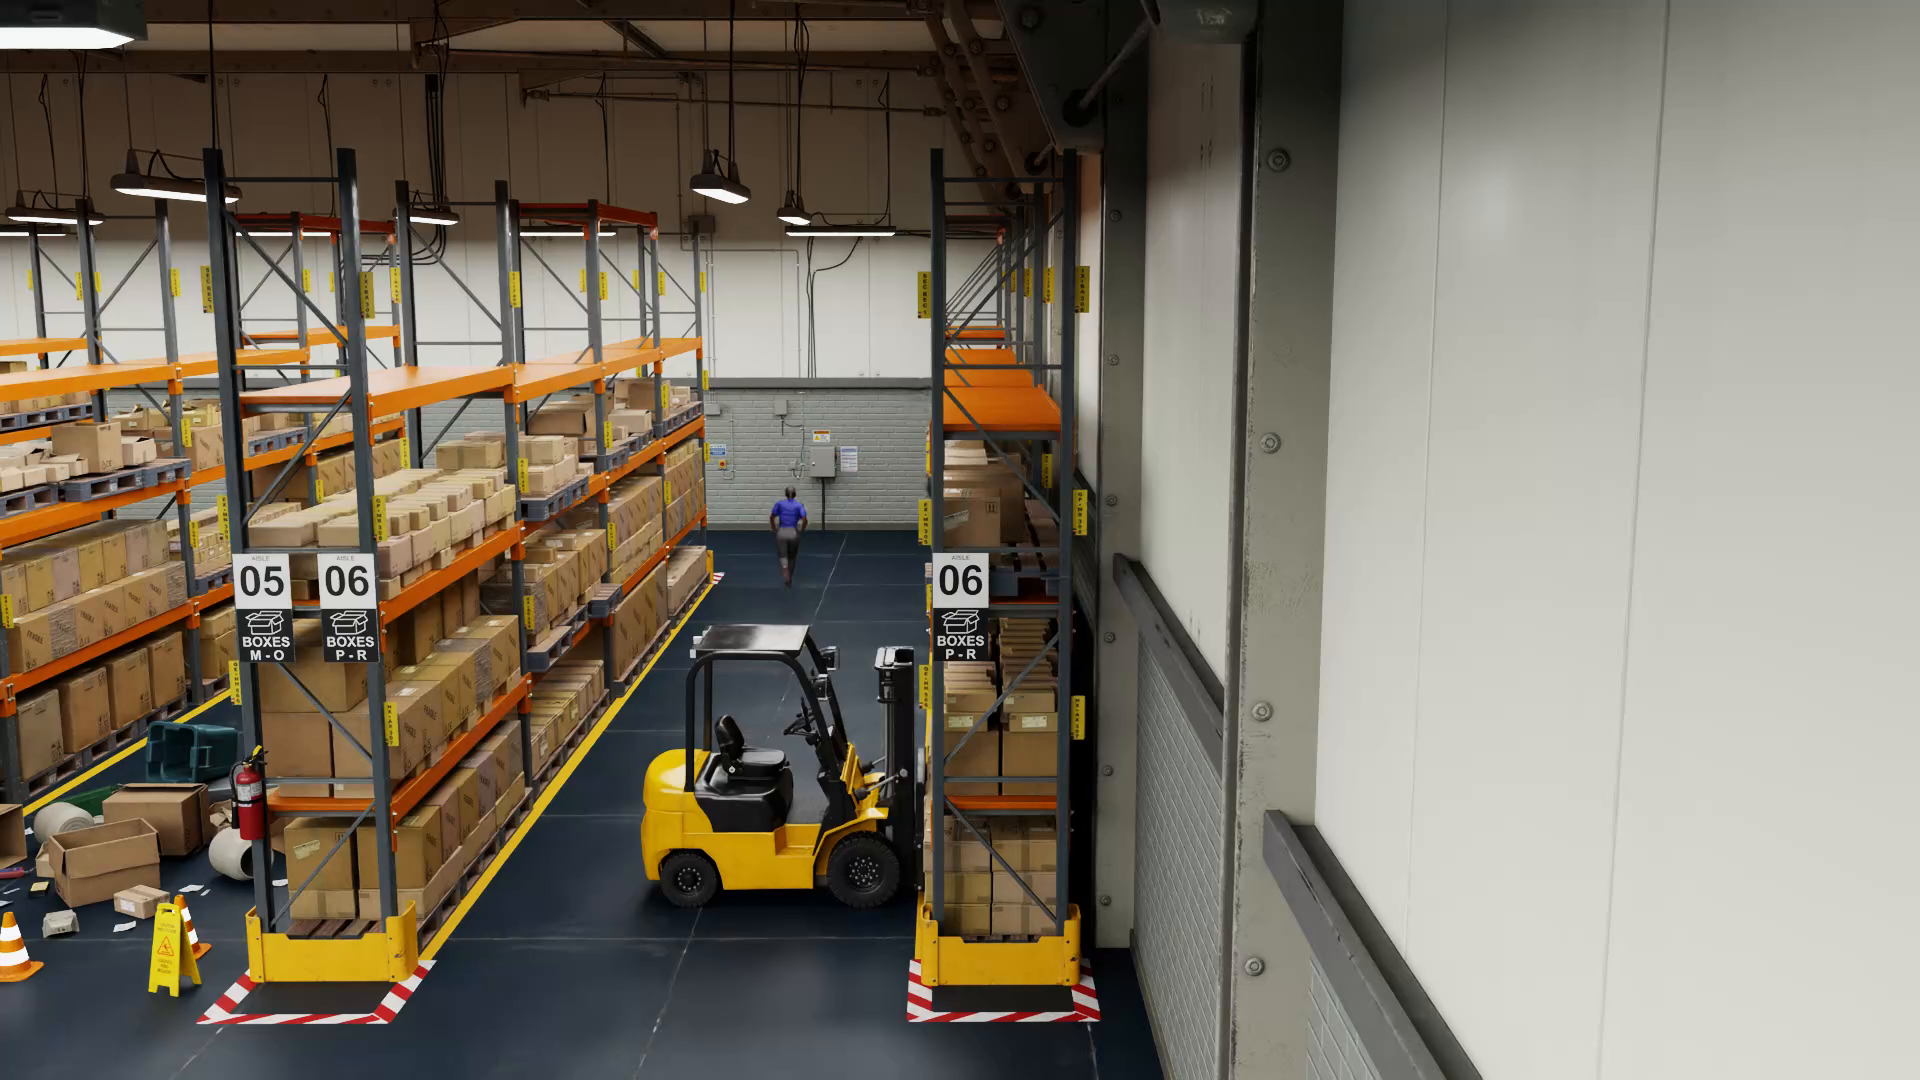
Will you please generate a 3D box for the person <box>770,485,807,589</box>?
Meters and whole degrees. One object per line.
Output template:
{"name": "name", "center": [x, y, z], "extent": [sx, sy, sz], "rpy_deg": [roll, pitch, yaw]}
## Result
{"name": "person", "center": [-2.642, 0.008, 25.666], "extent": [0.579, 1.666, 0.885], "rpy_deg": [-1, 9, -4]}
